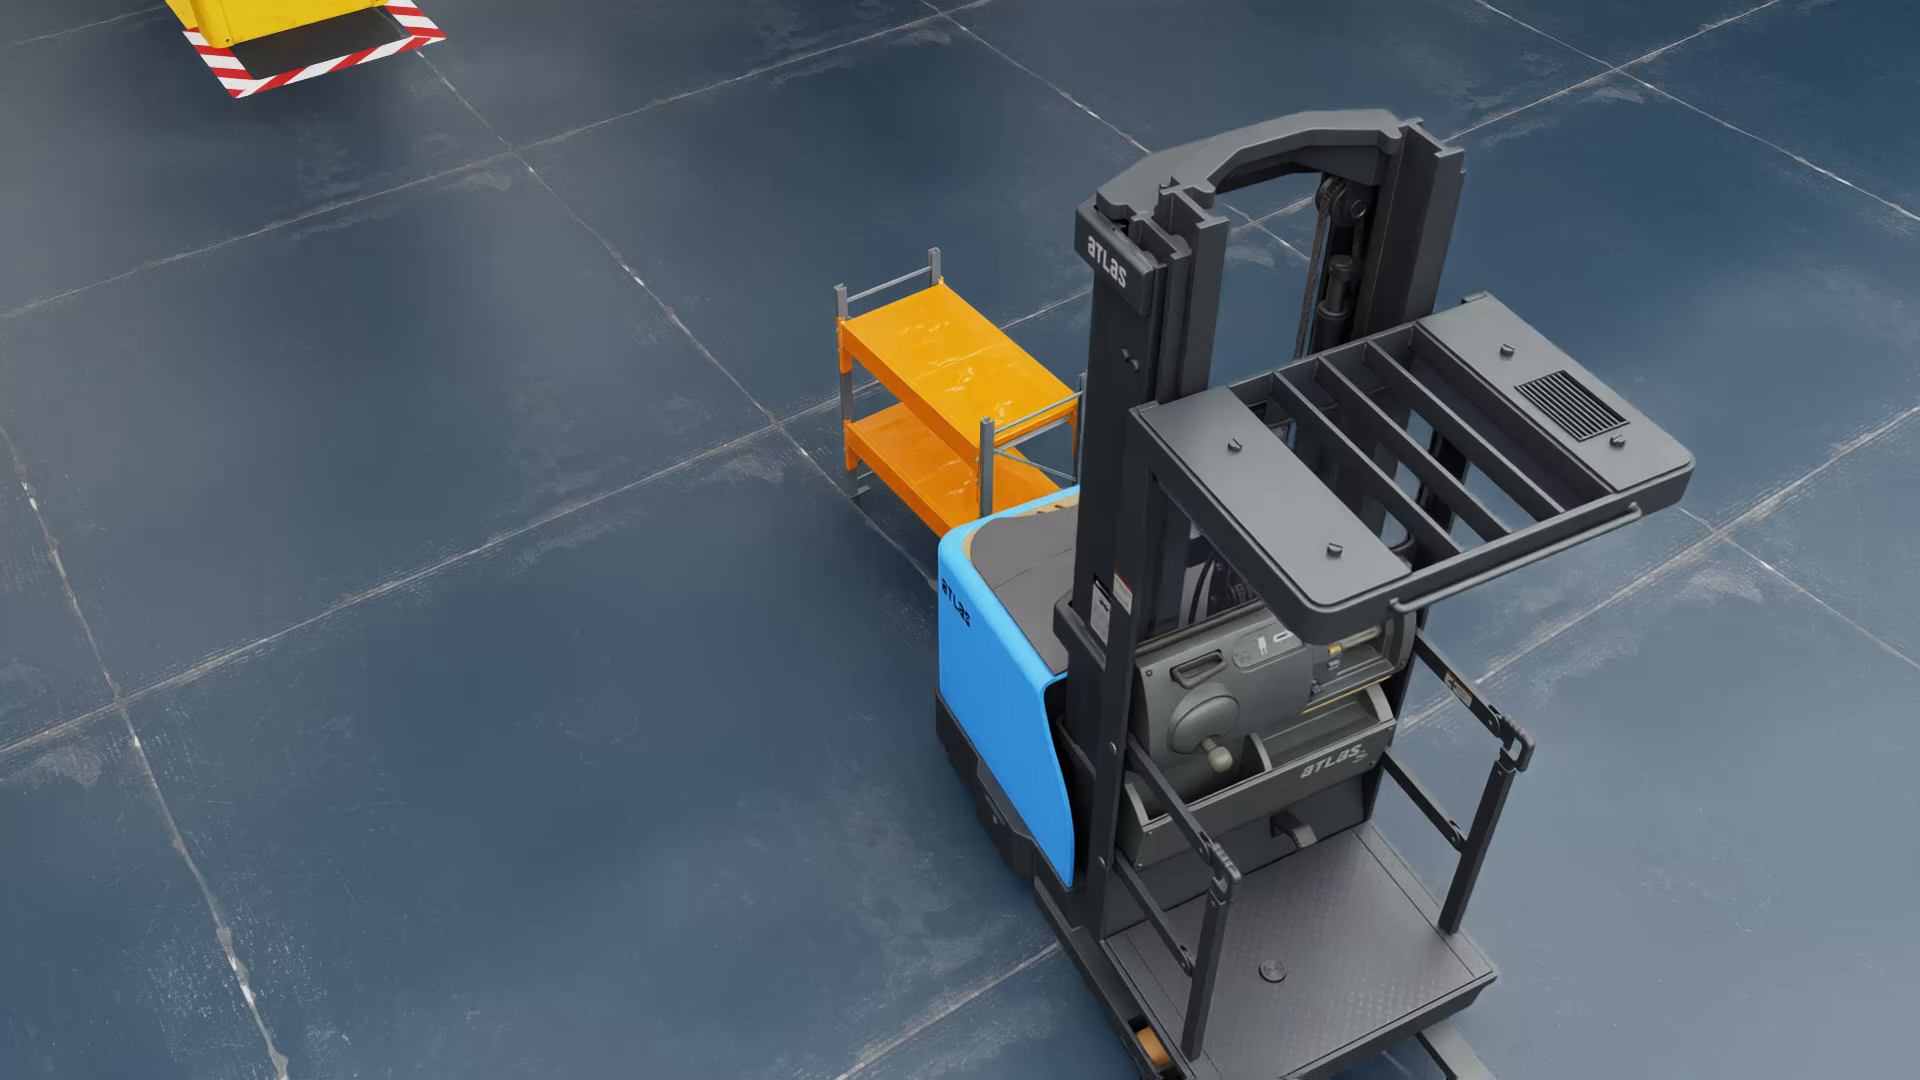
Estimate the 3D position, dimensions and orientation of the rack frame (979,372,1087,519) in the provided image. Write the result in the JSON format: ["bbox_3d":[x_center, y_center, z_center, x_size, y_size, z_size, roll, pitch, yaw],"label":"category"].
[{"bbox_3d":[0.287,-0.123,6.555,0.500,1.125,0.032,-26,49,-24],"label":"rack frame"}]

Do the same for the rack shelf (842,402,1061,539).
[{"bbox_3d":[-0.004,-0.234,7.025,0.538,0.278,1.000,-26,49,-24],"label":"rack shelf"}]

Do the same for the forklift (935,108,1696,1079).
[{"bbox_3d":[1.022,0.450,4.647,1.130,2.935,3.031,-19,47,-19],"label":"forklift"}]

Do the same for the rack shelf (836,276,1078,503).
[{"bbox_3d":[-0.004,-0.622,6.654,0.538,0.278,1.000,-26,49,-24],"label":"rack shelf"}]

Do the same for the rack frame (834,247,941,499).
[{"bbox_3d":[-0.295,-0.699,7.158,0.500,1.125,0.032,-26,49,-24],"label":"rack frame"}]

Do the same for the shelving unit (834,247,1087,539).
[{"bbox_3d":[-0.004,-0.411,6.857,0.538,1.125,1.048,-26,49,-24],"label":"shelving unit"}]

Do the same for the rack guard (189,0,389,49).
[{"bbox_3d":[-4.316,-3.590,10.640,1.175,0.500,0.348,-26,49,-24],"label":"rack guard"}]
